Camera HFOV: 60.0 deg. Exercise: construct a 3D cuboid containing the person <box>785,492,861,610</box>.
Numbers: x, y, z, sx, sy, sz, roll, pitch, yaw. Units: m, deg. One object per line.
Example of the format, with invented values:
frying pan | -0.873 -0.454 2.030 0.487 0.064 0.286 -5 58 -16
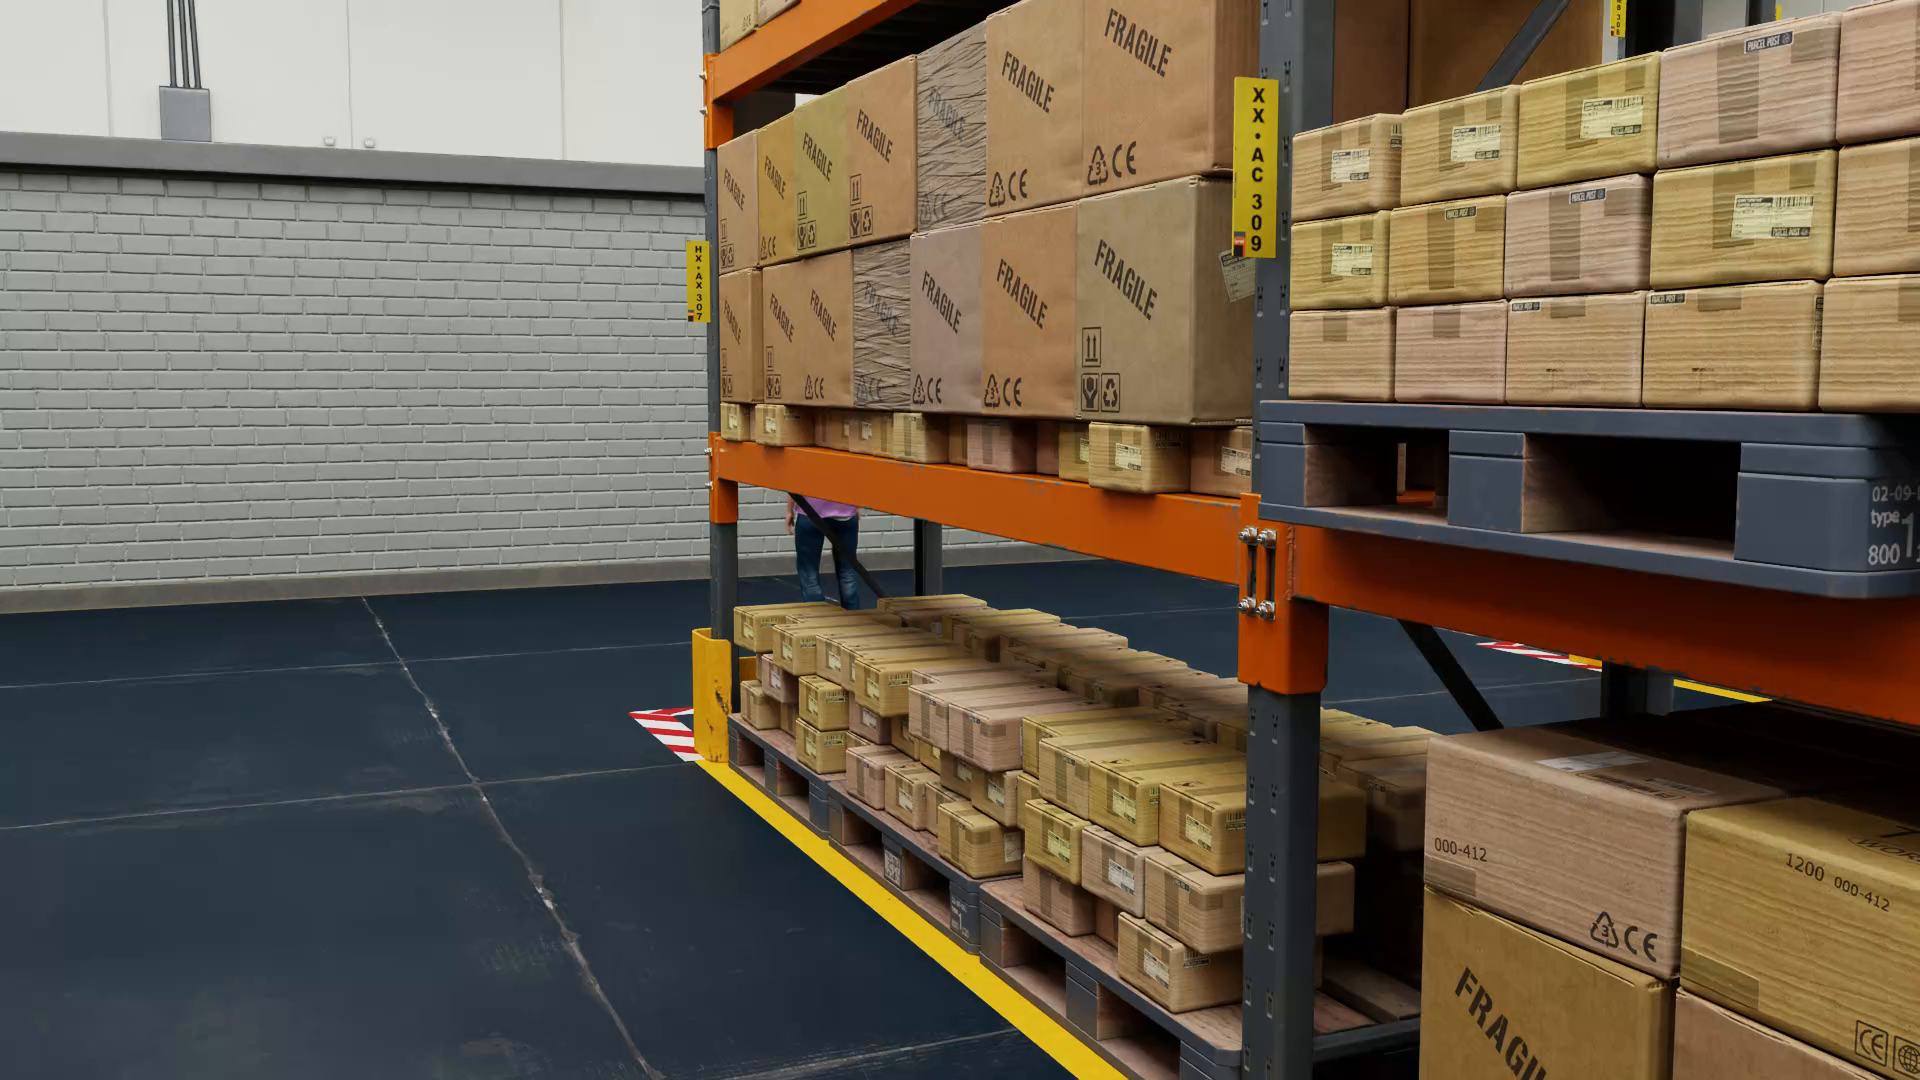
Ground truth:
person | -0.742 -0.145 9.199 0.481 1.592 0.347 -3 6 -27
